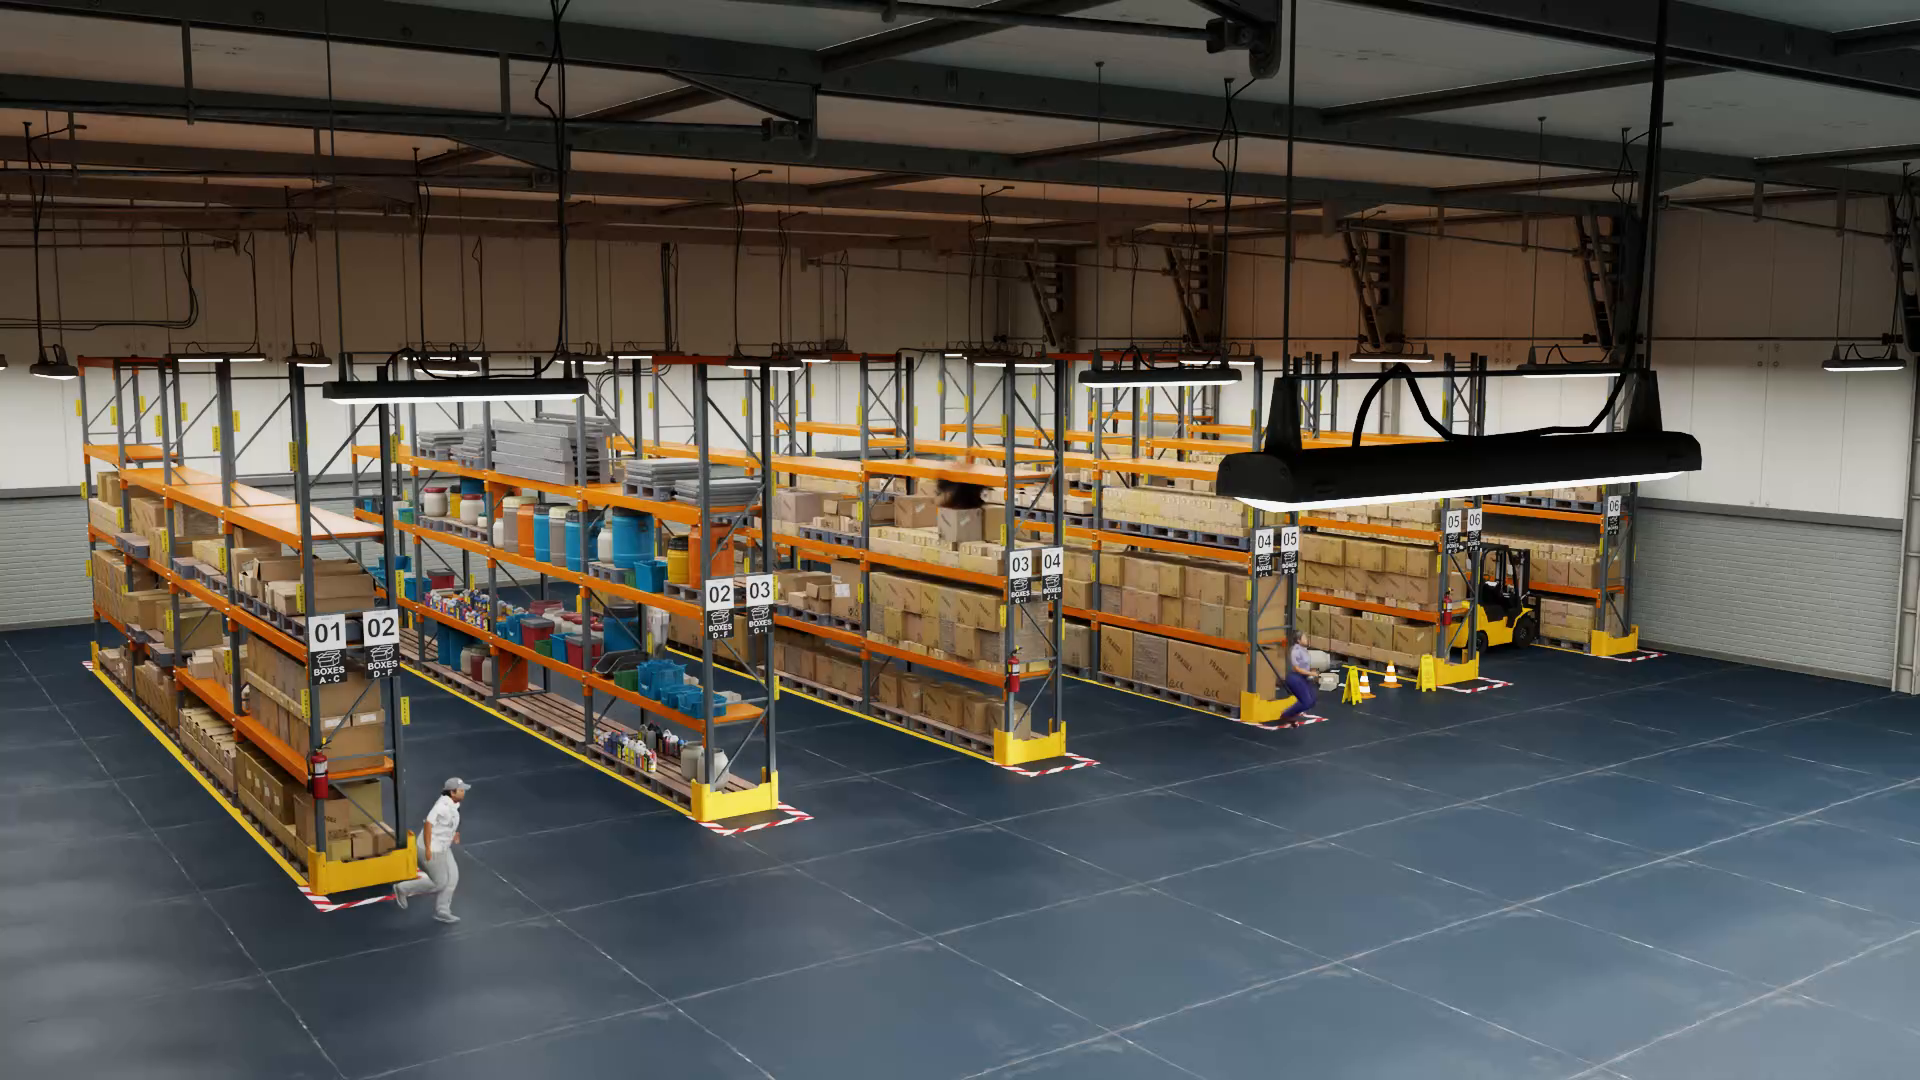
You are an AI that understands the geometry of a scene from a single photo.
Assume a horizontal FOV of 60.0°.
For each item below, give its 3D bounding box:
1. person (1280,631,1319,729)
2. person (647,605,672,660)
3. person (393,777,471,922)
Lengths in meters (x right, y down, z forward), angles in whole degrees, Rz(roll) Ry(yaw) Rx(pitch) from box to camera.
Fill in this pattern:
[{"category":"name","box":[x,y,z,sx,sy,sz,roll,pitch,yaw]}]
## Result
[{"category":"person","box":[5.389,2.228,26.304,0.604,1.595,0.628,3,7,22]},{"category":"person","box":[-5.747,1.618,31.755,0.638,1.842,0.723,-5,8,-34]},{"category":"person","box":[-5.733,3.378,18.097,0.850,1.606,0.600,-2,7,-13]}]
